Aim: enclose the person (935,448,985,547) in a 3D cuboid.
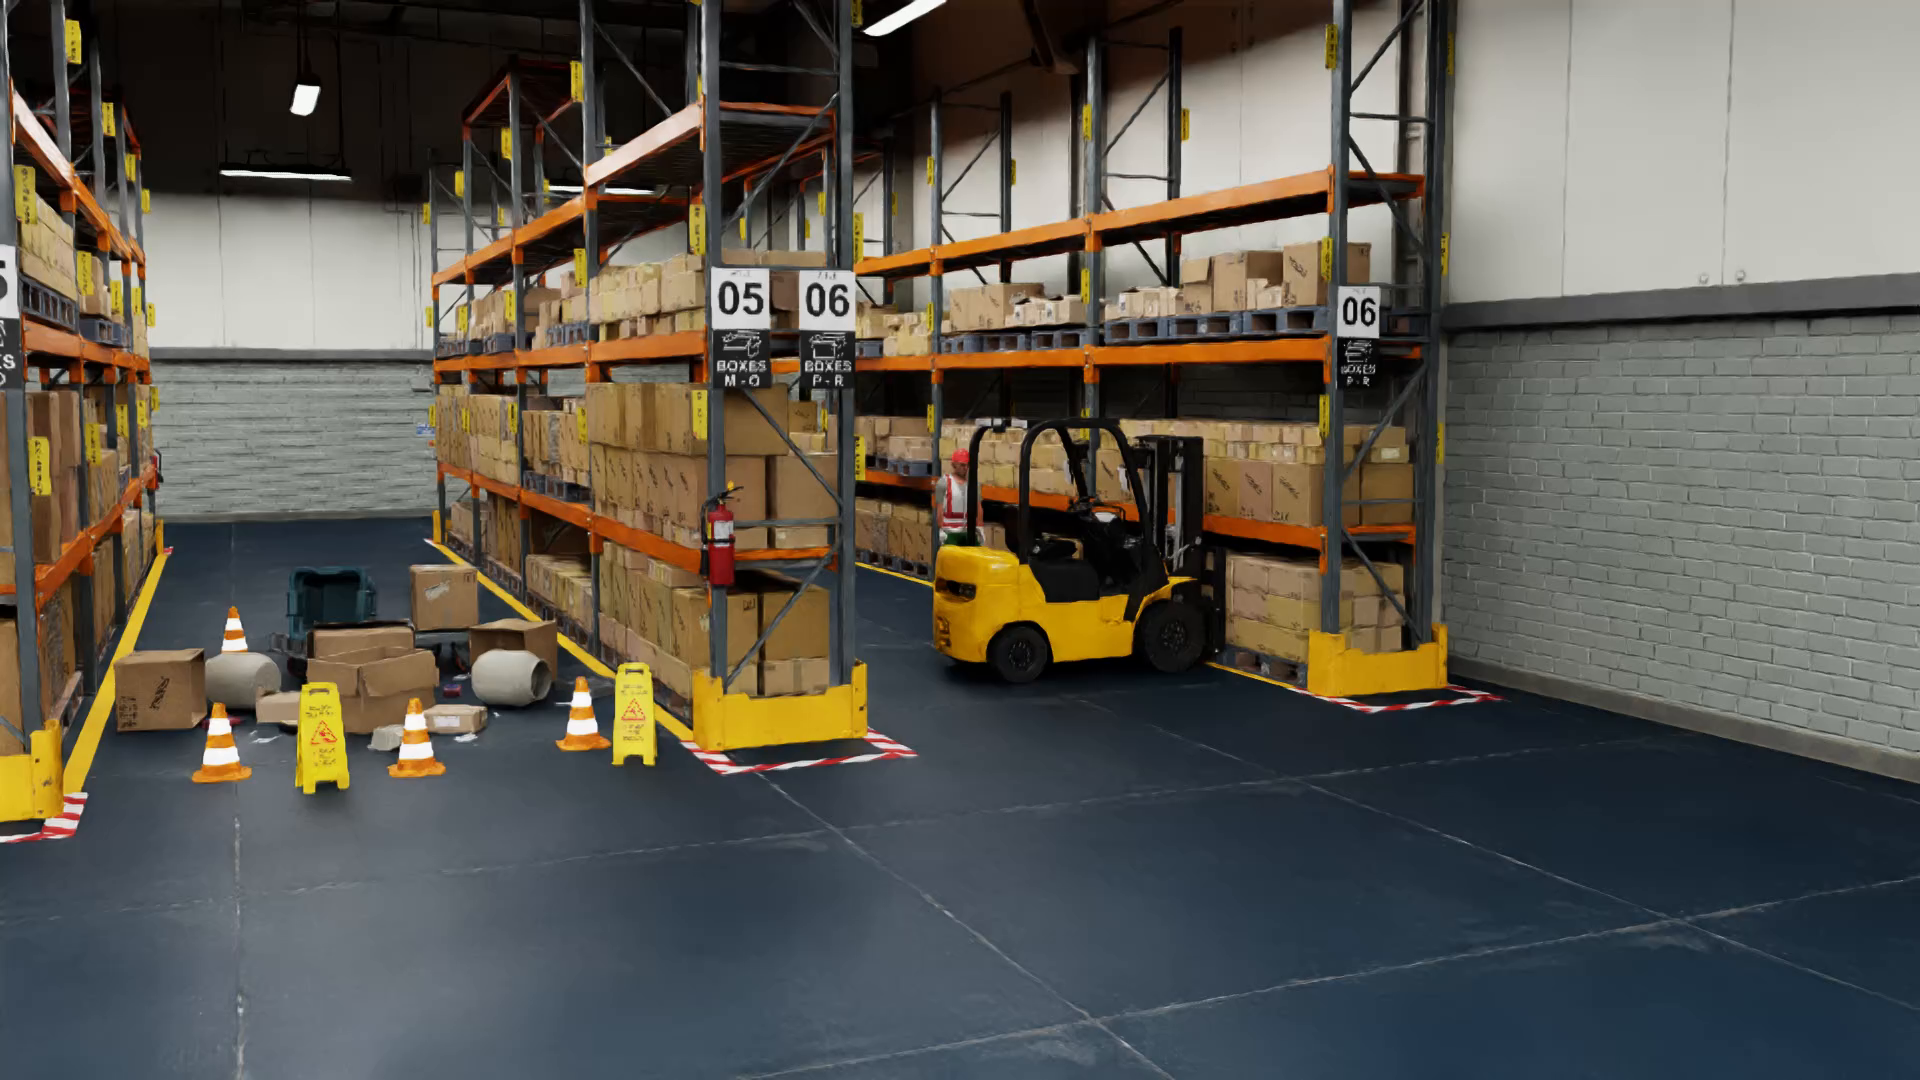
[{"bbox_3d":[0.005,-0.071,17.373,0.527,1.779,0.347,-2,6,-23],"label":"person"}]
